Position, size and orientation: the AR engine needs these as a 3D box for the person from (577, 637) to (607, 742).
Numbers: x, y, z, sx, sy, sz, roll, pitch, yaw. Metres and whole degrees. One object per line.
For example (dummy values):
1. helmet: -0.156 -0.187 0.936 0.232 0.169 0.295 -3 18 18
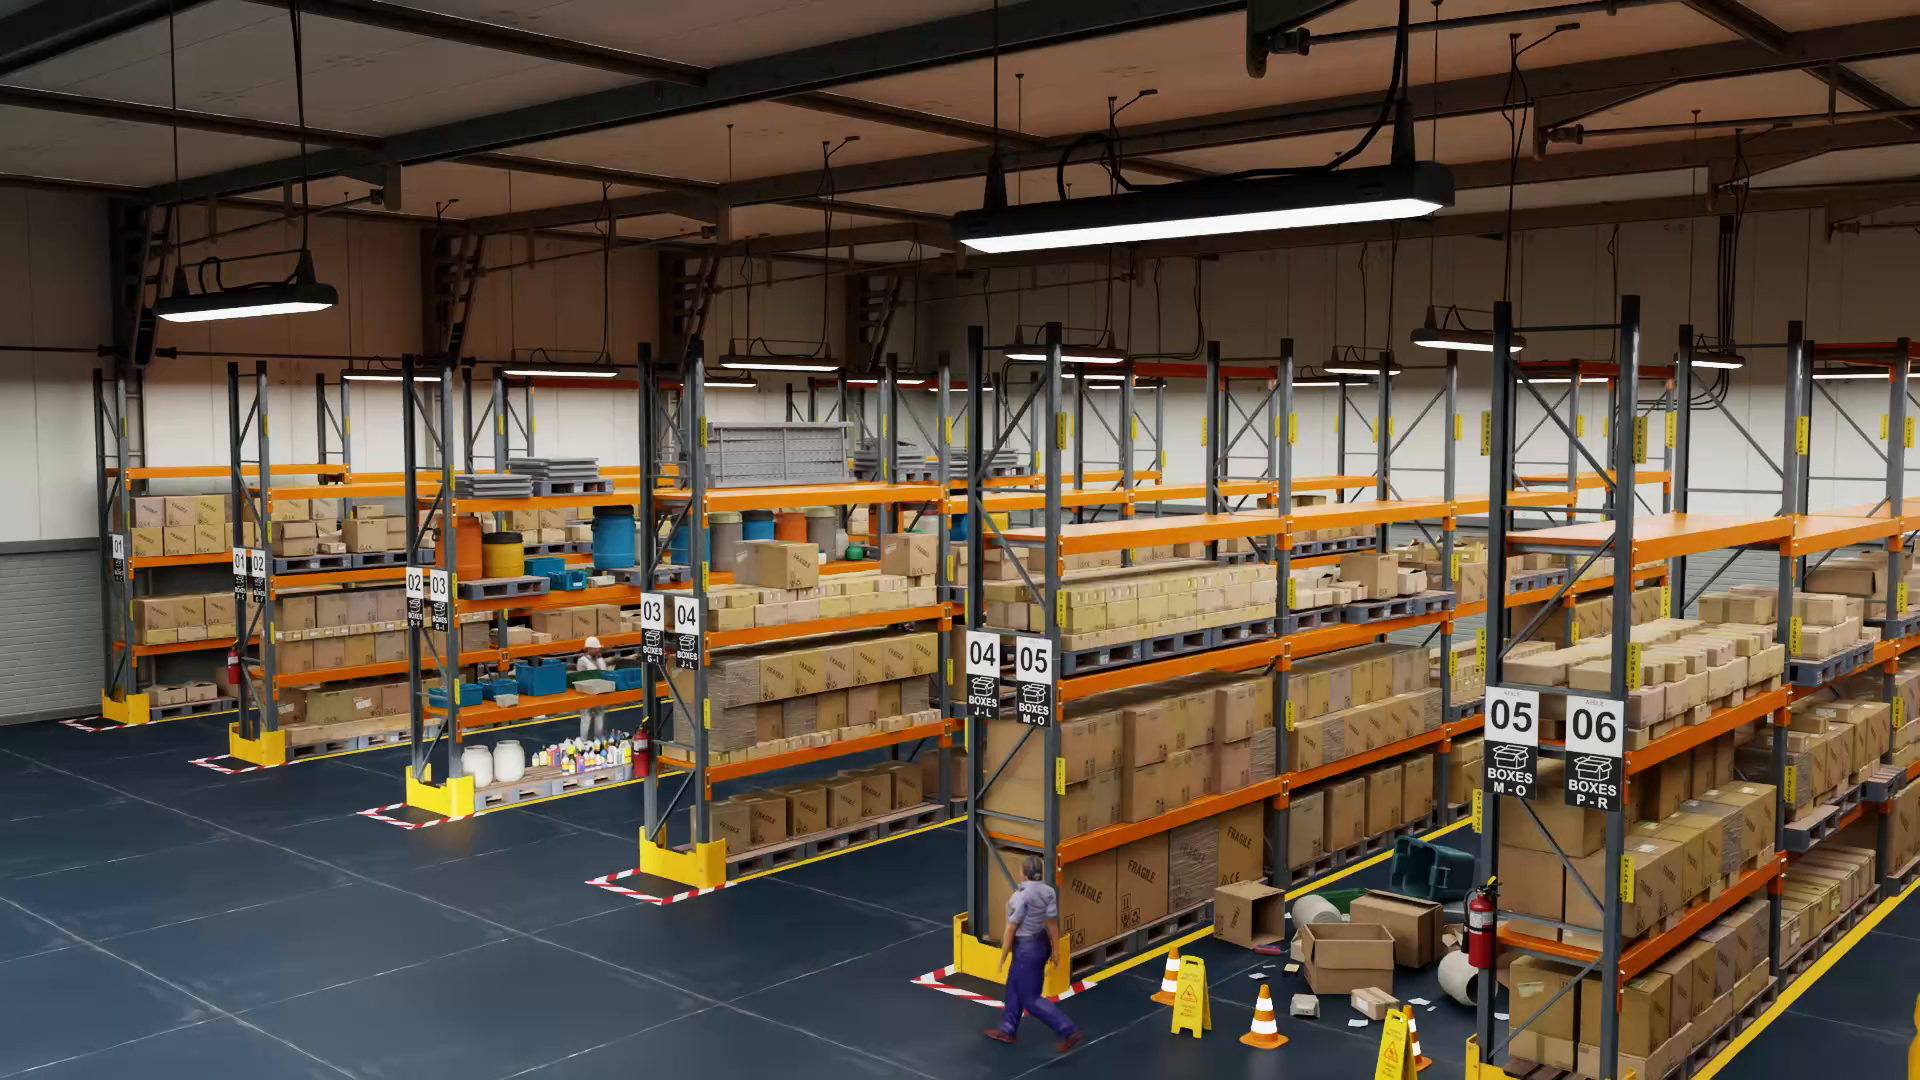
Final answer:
1. person: -5.666 2.384 25.672 0.410 1.790 0.557 4 6 44

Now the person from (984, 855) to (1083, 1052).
1. person: 0.580 3.360 13.536 0.912 1.615 0.465 1 4 18
